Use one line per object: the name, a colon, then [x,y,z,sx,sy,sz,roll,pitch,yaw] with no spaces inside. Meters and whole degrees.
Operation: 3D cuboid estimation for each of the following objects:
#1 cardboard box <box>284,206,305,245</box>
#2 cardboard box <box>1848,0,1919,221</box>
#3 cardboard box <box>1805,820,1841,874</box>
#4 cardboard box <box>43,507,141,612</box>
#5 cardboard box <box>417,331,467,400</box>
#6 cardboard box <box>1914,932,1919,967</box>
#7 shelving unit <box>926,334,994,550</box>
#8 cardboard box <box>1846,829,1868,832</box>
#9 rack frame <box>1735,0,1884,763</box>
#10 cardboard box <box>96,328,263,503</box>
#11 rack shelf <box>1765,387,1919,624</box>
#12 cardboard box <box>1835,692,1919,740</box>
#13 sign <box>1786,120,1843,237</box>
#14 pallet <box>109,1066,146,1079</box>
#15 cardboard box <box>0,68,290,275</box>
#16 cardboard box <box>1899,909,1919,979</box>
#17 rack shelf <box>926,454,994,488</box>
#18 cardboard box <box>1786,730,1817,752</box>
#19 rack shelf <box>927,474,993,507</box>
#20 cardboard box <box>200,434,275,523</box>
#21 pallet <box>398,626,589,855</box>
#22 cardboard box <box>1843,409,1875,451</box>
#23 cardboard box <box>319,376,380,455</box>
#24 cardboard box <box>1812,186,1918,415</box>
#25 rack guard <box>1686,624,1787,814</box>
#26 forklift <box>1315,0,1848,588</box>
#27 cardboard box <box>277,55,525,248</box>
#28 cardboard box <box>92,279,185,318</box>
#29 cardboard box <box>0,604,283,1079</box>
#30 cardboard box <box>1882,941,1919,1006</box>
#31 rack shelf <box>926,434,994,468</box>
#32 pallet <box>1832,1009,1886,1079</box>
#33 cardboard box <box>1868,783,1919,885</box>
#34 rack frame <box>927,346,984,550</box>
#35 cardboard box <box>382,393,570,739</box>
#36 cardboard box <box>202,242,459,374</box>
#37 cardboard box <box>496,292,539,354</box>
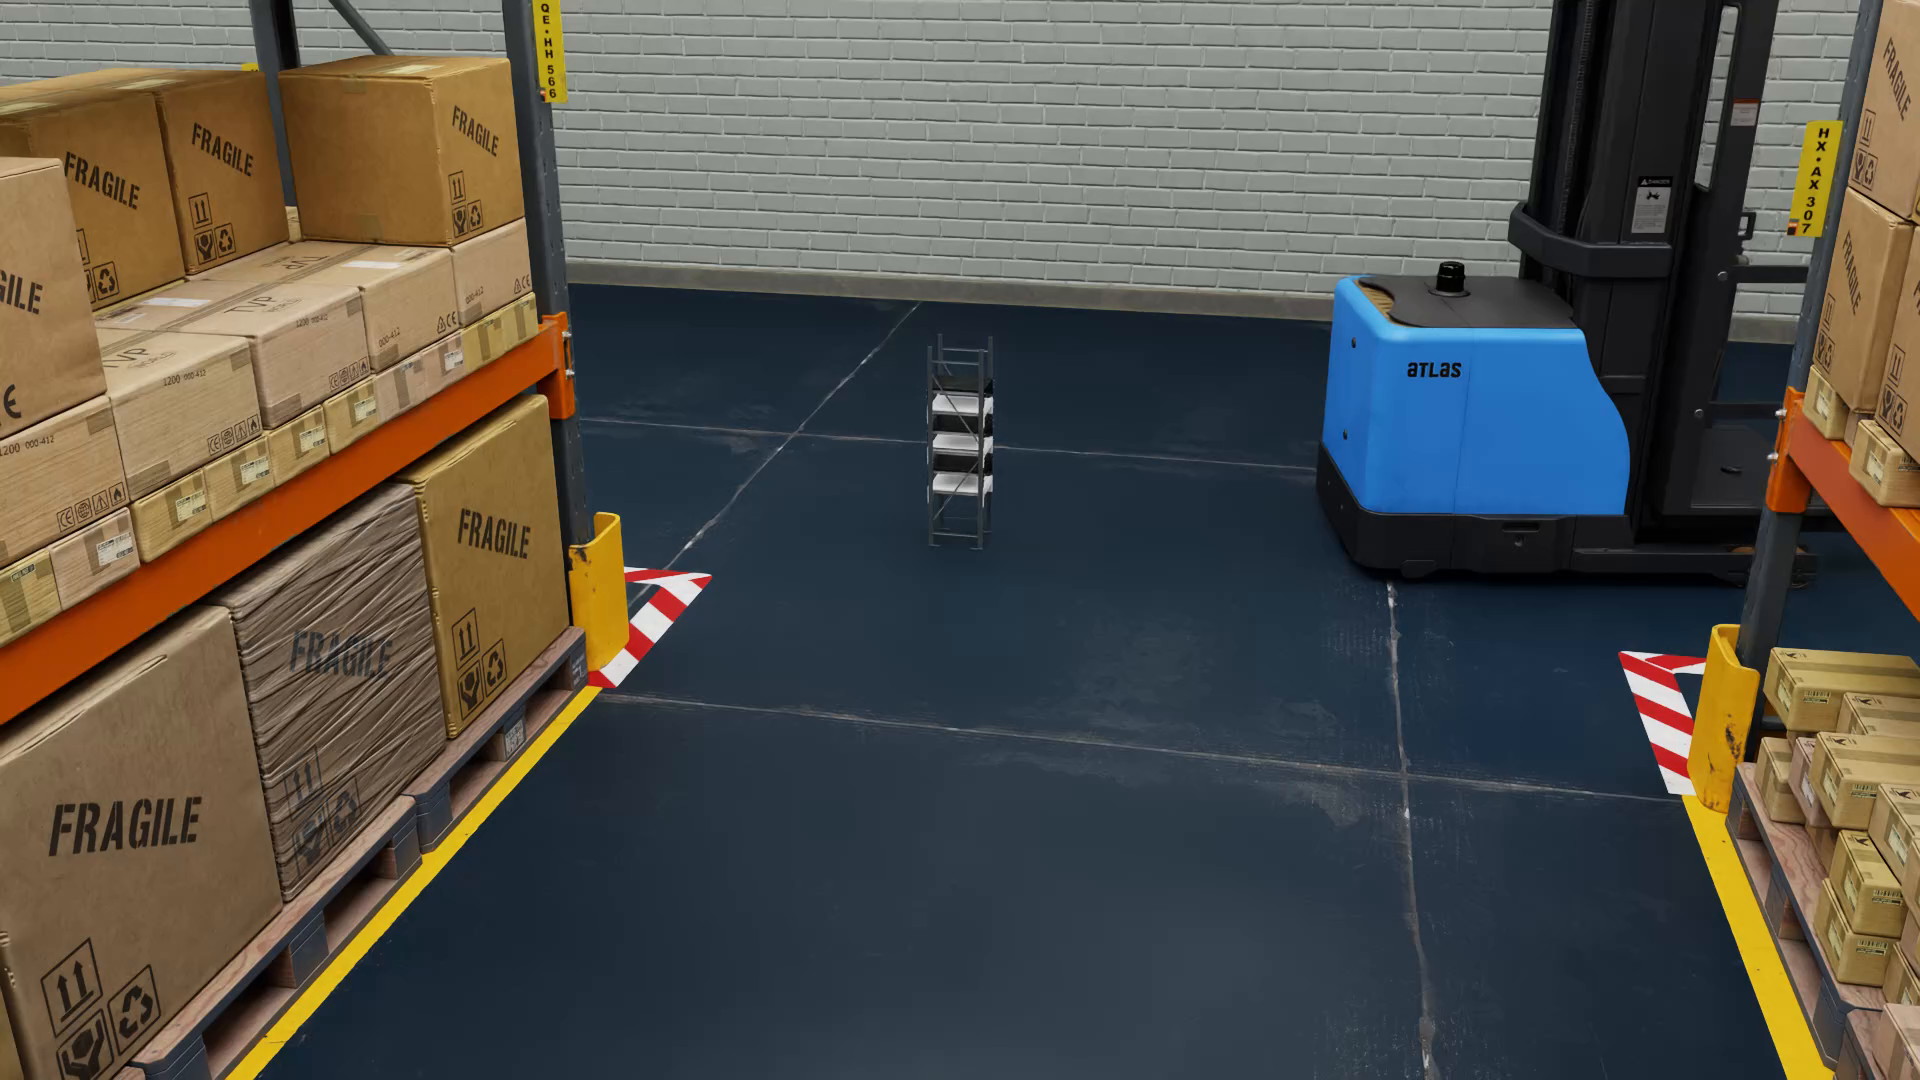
cardboard box: [-2.234,-0.911,5.403,0.500,0.250,0.500,4,22,9]
cardboard box: [2.612,-1.087,4.167,0.500,0.500,0.500,4,22,11]
cardboard box: [2.570,0.814,4.571,0.380,0.149,0.250,4,22,11]
cardboard box: [-2.038,0.025,3.613,0.380,0.149,0.250,5,22,12]
cardboard box: [-1.726,-0.538,5.012,0.380,0.149,0.250,5,22,11]
cardboard box: [2.275,0.918,3.518,0.380,0.149,0.250,5,22,12]
shelving unit: [0.002,-0.420,7.193,0.258,0.900,0.210,4,22,11]
cardboard box: [2.531,0.771,4.279,0.380,0.149,0.250,5,22,12]
rack frame: [2.963,-0.583,4.785,1.000,3.000,0.127,4,22,11]
cardboard box: [-2.021,-0.306,3.901,0.500,0.250,0.500,4,22,11]
rack shelf: [2.555,0.483,3.103,1.077,0.370,4.000,4,22,11]
cardboard box: [2.585,0.545,4.443,0.380,0.149,0.250,5,22,12]
sign: [2.432,-1.025,4.726,0.100,0.325,0.005,4,22,11]
pallet: [-2.456,1.487,3.380,1.003,0.211,1.213,4,22,11]
cardboard box: [-2.336,-1.076,4.809,0.500,0.500,0.500,4,22,10]
cardboard box: [2.411,0.961,3.808,0.380,0.149,0.250,3,22,8]
rack shelf: [0.002,-0.306,7.239,0.258,0.077,0.200,4,22,11]
cardboard box: [2.605,0.579,4.756,0.380,0.149,0.250,5,23,13]
rack shelf: [0.002,-0.223,7.273,0.258,0.077,0.200,4,22,11]
cardboard box: [-1.934,-0.167,4.089,0.380,0.149,0.250,5,22,12]
pallet: [-1.958,0.594,5.596,1.003,0.211,1.213,4,22,11]
cardboard box: [2.565,-0.276,4.361,0.380,0.149,0.250,5,23,13]
cardboard box: [-1.829,-0.352,4.549,0.380,0.149,0.250,4,22,10]
cardboard box: [2.601,-0.624,4.355,0.500,0.500,0.500,6,23,13]
rack guard: [2.948,0.605,5.183,1.175,0.500,0.348,4,22,11]
forklift: [3.164,-1.361,6.810,3.031,2.935,1.130,0,22,1]
cardboard box: [-1.714,-1.216,5.156,0.500,0.500,0.500,5,22,12]
cardboard box: [-2.440,-0.537,4.474,0.500,0.250,0.500,4,22,9]
cardboard box: [-2.291,0.692,3.903,0.875,0.875,0.875,4,22,11]
cardboard box: [2.408,1.091,3.883,0.380,0.149,0.250,5,22,11]
rack shelf: [0.002,-0.389,7.205,0.258,0.077,0.200,4,22,11]
pallet: [2.496,1.478,3.401,1.003,0.211,1.213,4,22,11]
cardboard box: [2.439,0.724,3.998,0.380,0.149,0.250,3,22,8]
rack frame: [-0.019,-0.383,7.101,0.240,0.900,0.006,4,22,11]
cardboard box: [-1.924,0.033,5.538,0.875,0.875,0.875,4,22,11]
cardboard box: [-1.815,-0.683,4.837,0.500,0.250,0.500,4,22,10]
cardboard box: [-1.622,-0.726,5.477,0.380,0.149,0.250,5,22,12]
